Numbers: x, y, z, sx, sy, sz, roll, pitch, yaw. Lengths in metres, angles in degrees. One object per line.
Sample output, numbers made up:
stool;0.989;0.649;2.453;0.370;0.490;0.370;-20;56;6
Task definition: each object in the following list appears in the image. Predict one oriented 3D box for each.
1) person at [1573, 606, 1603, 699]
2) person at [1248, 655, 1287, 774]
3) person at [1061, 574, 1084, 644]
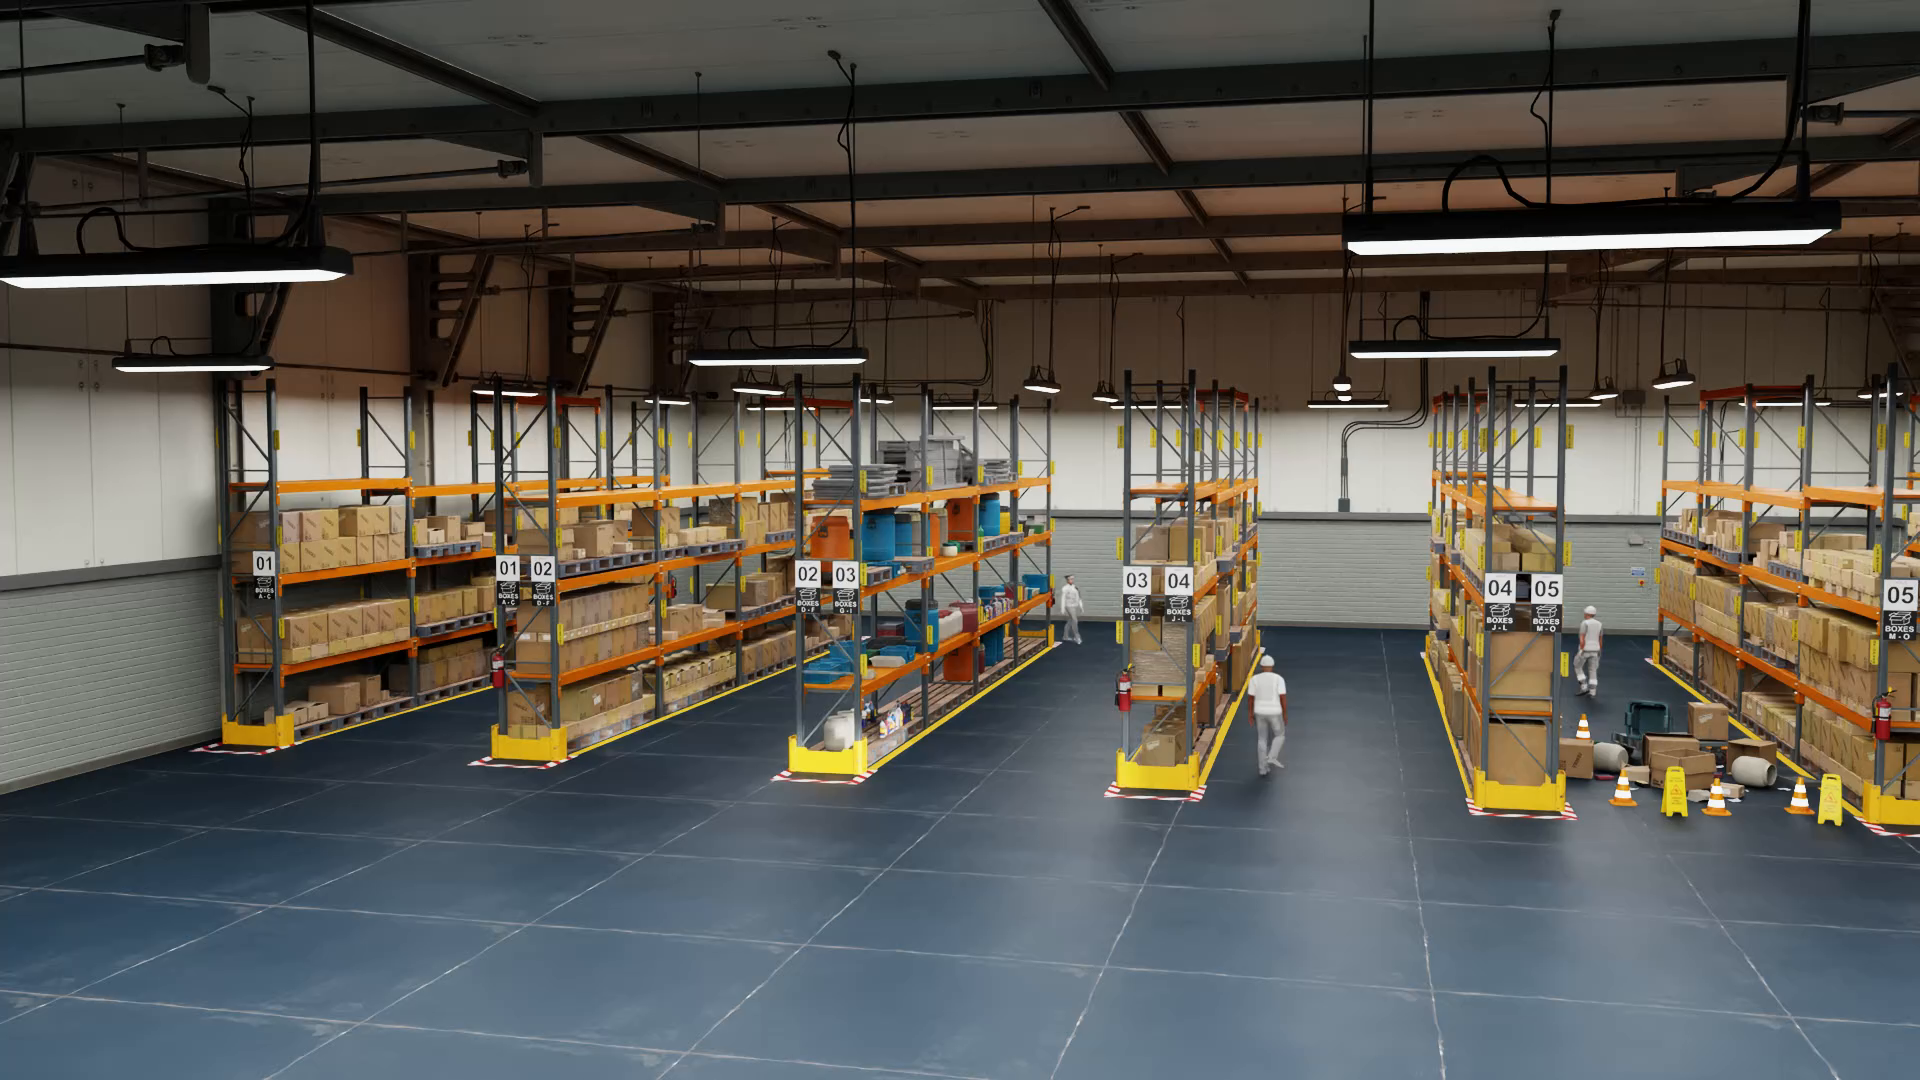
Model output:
person;12.197;2.164;32.212;0.558;1.772;0.504;0;3;-5
person;4.631;2.614;24.998;0.614;1.752;0.475;2;4;28
person;2.840;1.697;41.275;0.661;1.722;0.471;2;4;31
